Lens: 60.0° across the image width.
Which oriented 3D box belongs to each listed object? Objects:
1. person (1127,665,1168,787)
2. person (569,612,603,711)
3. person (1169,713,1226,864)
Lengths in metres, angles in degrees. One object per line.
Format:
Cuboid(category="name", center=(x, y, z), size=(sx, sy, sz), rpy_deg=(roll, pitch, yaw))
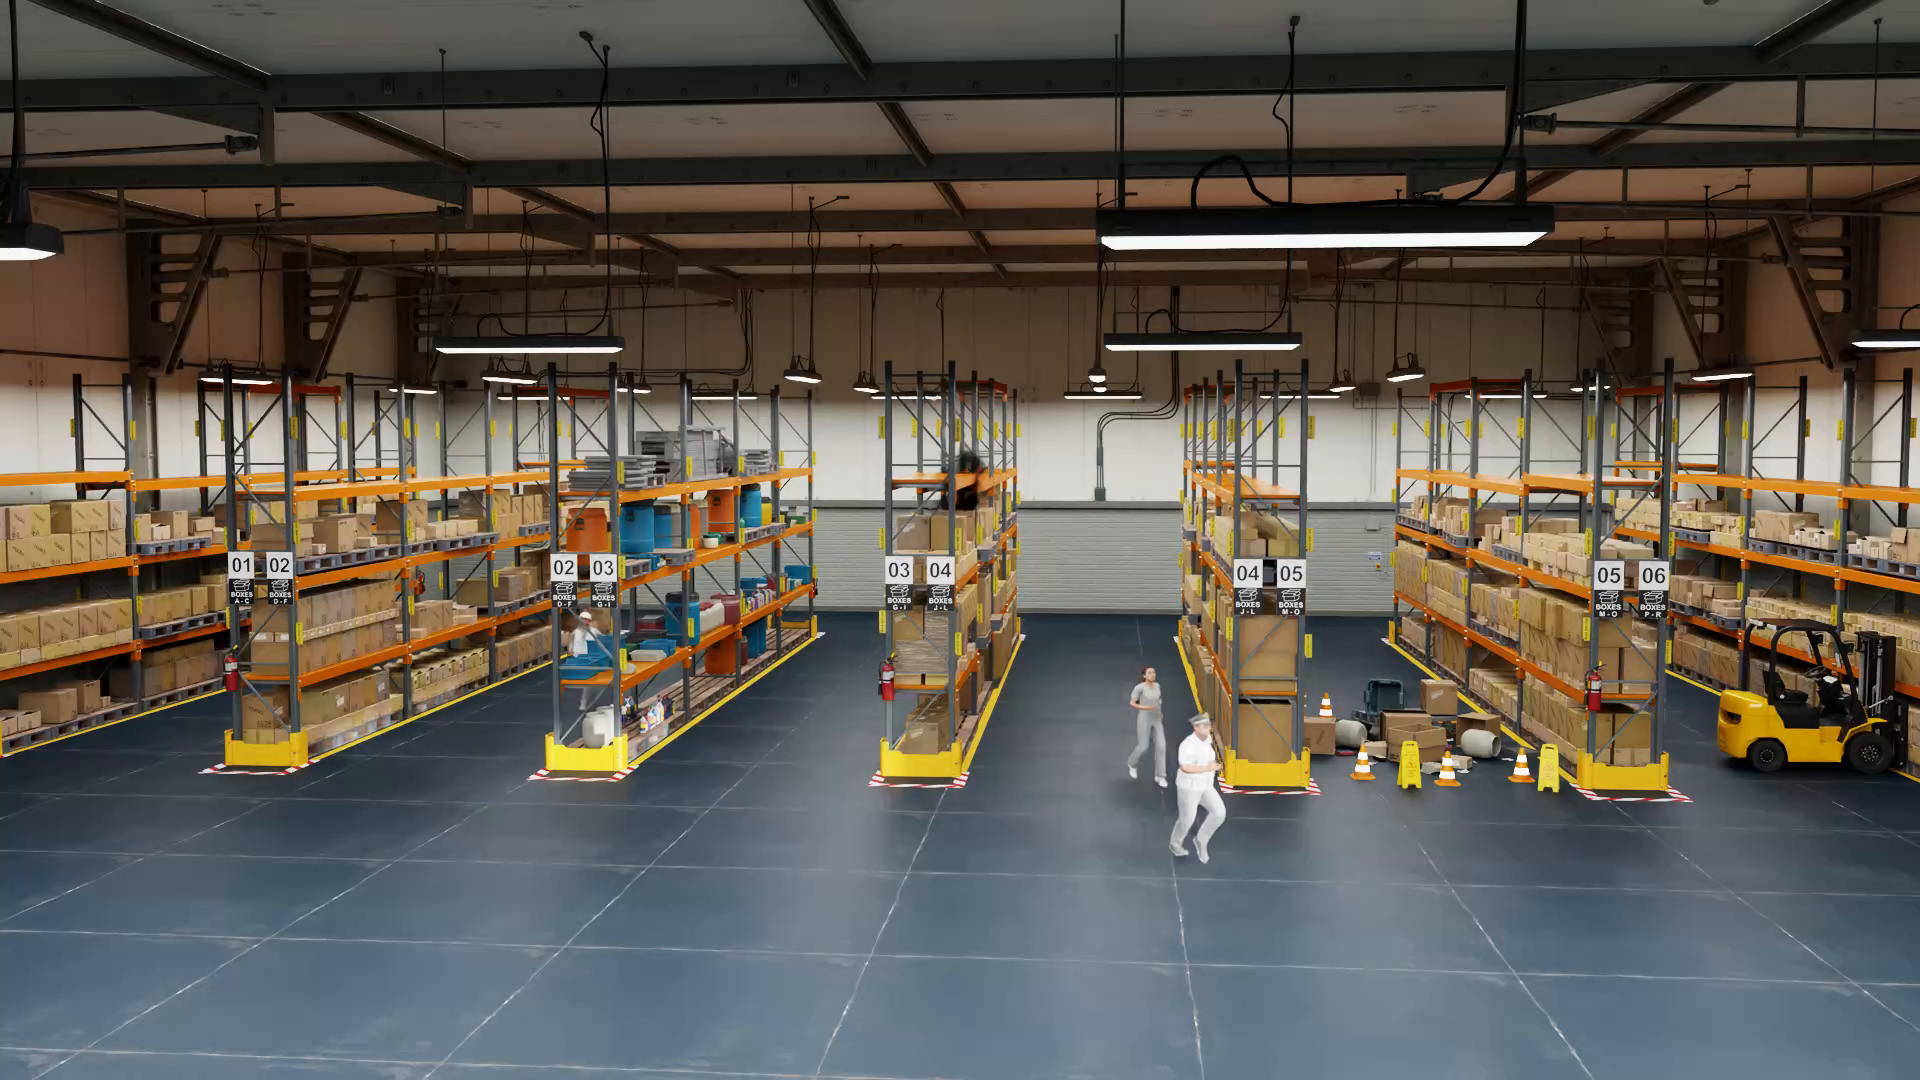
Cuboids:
Cuboid(category="person", center=(2.663, 2.607, 23.583), size=(0.586, 1.688, 0.860), rpy_deg=(-2, 4, -28))
Cuboid(category="person", center=(-6.739, 2.168, 30.006), size=(0.677, 1.746, 0.875), rpy_deg=(0, 4, 3))
Cuboid(category="person", center=(2.746, 2.857, 19.237), size=(0.694, 1.773, 0.830), rpy_deg=(-3, 5, -41))
